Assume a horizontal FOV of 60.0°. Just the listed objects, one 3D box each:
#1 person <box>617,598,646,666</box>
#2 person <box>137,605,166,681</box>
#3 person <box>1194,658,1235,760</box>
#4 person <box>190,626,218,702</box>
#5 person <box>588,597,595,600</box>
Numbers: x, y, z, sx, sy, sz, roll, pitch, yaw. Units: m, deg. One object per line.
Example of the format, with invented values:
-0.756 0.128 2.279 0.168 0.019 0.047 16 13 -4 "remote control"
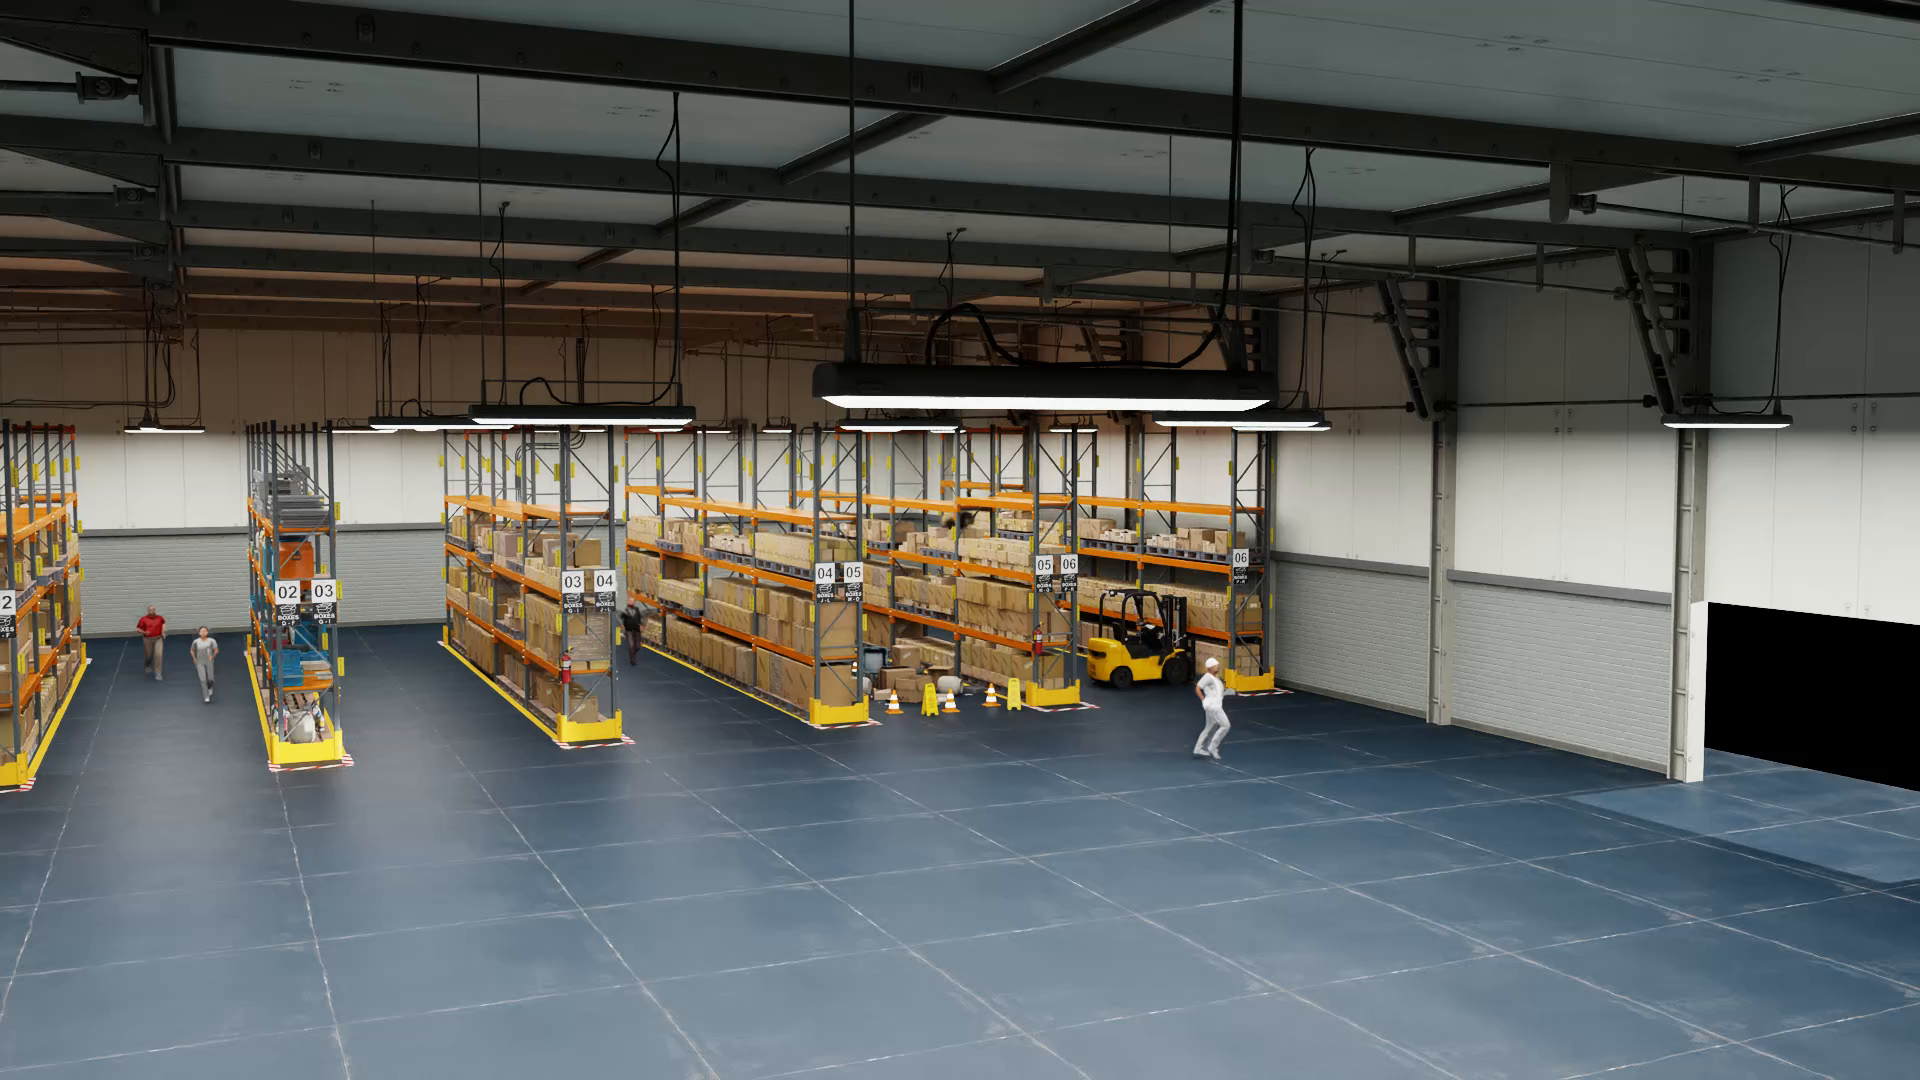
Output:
-8.208 2.279 41.588 0.694 1.686 0.772 -1 4 -22 "person"
-19.053 2.410 39.236 0.663 1.742 0.969 -3 4 -36 "person"
4.510 2.992 29.464 0.721 1.803 0.655 1 4 12 "person"
-16.302 2.664 35.883 0.555 1.627 0.614 -1 4 -23 "person"
-10.422 1.885 47.816 0.763 1.719 0.611 1 4 19 "person"
